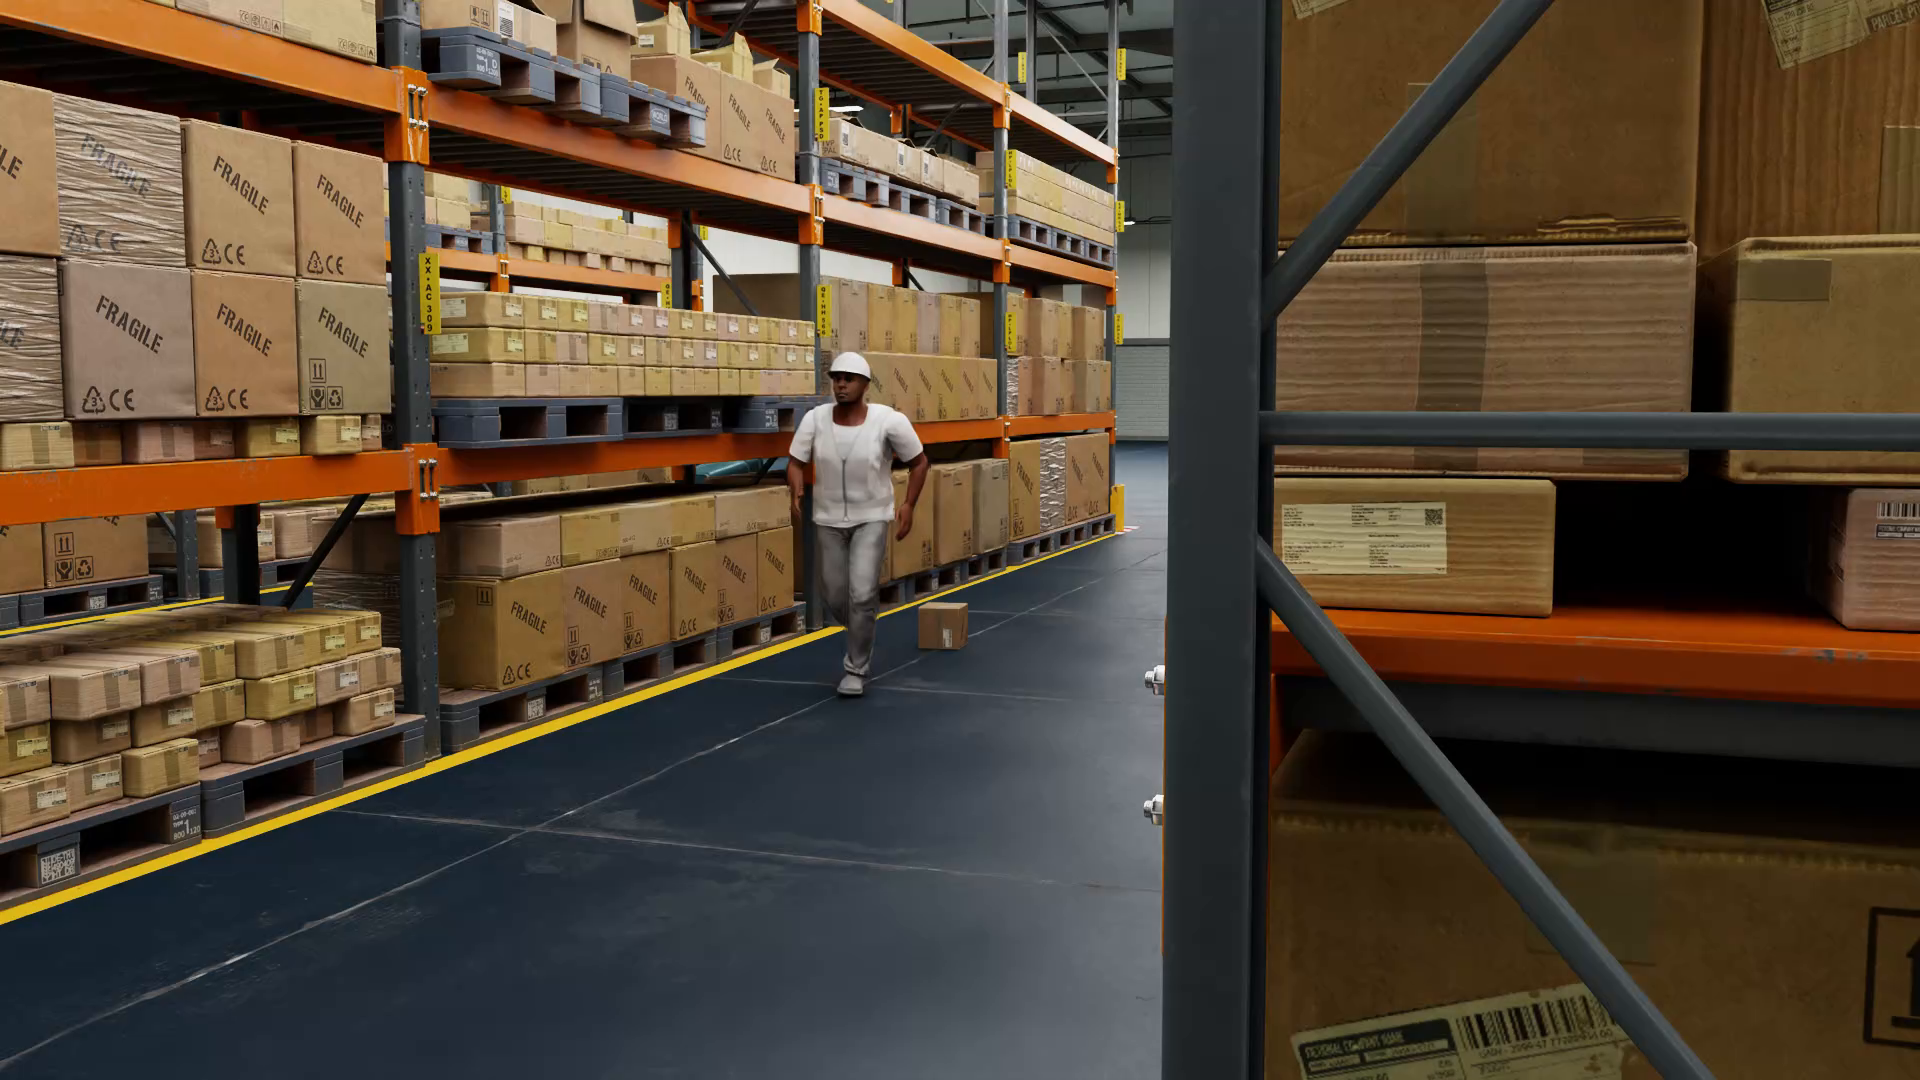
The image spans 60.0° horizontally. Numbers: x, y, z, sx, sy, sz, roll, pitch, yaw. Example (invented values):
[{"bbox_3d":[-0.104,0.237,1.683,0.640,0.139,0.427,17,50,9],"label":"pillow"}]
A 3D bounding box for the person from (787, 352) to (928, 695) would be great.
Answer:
[{"bbox_3d":[-0.526,-0.098,8.604,0.729,1.730,0.766,1,5,11],"label":"person"}]
